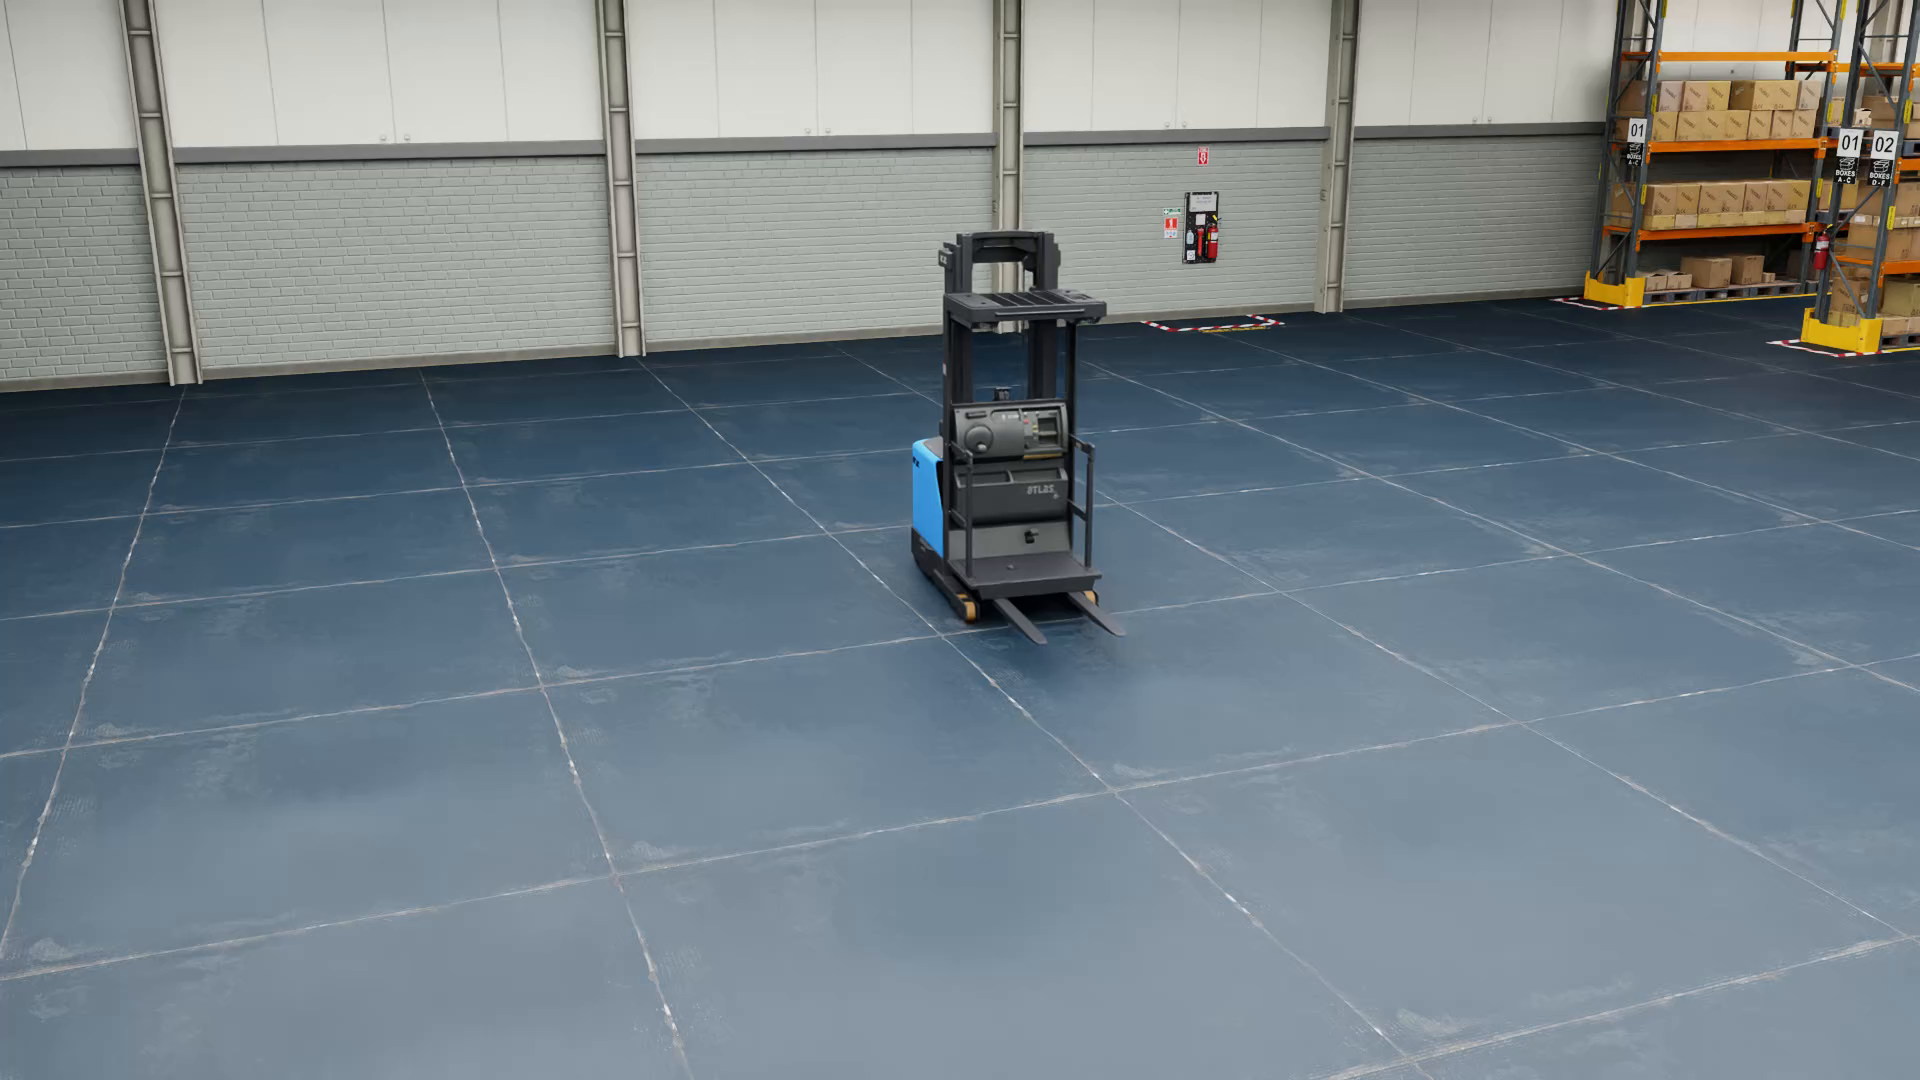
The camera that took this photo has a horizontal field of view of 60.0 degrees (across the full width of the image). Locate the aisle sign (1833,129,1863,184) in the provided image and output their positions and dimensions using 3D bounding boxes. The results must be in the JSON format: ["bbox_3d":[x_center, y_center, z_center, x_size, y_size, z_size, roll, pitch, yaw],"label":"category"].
[{"bbox_3d":[13.213,-5.706,24.745,0.004,0.787,0.394,-6,17,-20],"label":"aisle sign"}]

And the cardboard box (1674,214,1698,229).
[{"bbox_3d":[12.652,-5.651,29.400,0.500,0.250,0.500,-7,18,-22],"label":"cardboard box"}]

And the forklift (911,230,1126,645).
[{"bbox_3d":[0.470,-0.883,13.057,1.130,2.935,3.031,-5,17,-15],"label":"forklift"}]

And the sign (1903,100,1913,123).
[{"bbox_3d":[13.572,-6.138,23.814,0.005,0.325,0.100,-6,17,-20],"label":"sign"}]

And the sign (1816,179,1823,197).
[{"bbox_3d":[15.540,-6.368,30.075,0.005,0.325,0.100,-6,17,-20],"label":"sign"}]

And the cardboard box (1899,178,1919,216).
[{"bbox_3d":[14.358,-5.162,25.026,0.500,0.500,0.700,-7,18,-22],"label":"cardboard box"}]

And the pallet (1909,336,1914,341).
[{"bbox_3d":[15.216,-3.261,25.978,1.213,0.211,1.003,-6,17,-20],"label":"pallet"}]

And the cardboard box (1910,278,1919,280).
[{"bbox_3d":[14.888,-3.731,25.434,0.500,0.500,0.500,-6,17,-20],"label":"cardboard box"}]

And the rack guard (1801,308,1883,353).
[{"bbox_3d":[13.357,-3.187,25.214,0.348,0.500,1.175,-6,17,-20],"label":"rack guard"}]

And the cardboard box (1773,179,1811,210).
[{"bbox_3d":[15.007,-6.263,30.154,0.500,0.500,0.500,-6,17,-20],"label":"cardboard box"}]

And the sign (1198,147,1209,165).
[{"bbox_3d":[3.980,-6.283,27.208,0.199,0.298,0.001,-6,17,-20],"label":"sign"}]

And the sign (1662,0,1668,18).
[{"bbox_3d":[11.797,-8.913,27.833,0.005,0.325,0.100,-6,17,-20],"label":"sign"}]

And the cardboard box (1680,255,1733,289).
[{"bbox_3d":[13.517,-4.867,30.157,0.500,0.500,0.700,-7,18,-24],"label":"cardboard box"}]

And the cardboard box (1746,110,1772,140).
[{"bbox_3d":[13.974,-7.362,29.460,0.500,0.500,0.500,-7,18,-22],"label":"cardboard box"}]

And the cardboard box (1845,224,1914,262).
[{"bbox_3d":[13.820,-4.480,25.005,0.500,0.500,0.700,-6,17,-20],"label":"cardboard box"}]

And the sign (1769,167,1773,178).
[{"bbox_3d":[15.136,-6.796,31.013,0.005,0.325,0.100,-6,17,-20],"label":"sign"}]

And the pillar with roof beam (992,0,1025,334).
[{"bbox_3d":[2.282,-6.525,21.500,0.400,9.000,9.100,-6,17,-20],"label":"pillar with roof beam"}]

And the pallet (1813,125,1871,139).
[{"bbox_3d":[15.953,-7.478,30.401,1.003,0.211,1.213,-6,17,-20],"label":"pallet"}]

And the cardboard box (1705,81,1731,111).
[{"bbox_3d":[13.011,-7.735,28.954,0.500,0.500,0.500,-6,17,-19],"label":"cardboard box"}]

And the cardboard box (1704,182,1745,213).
[{"bbox_3d":[13.584,-6.111,29.635,0.500,0.500,0.500,-6,17,-18],"label":"cardboard box"}]

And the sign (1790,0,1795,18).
[{"bbox_3d":[15.134,-9.643,30.177,0.005,0.325,0.100,-6,17,-20],"label":"sign"}]

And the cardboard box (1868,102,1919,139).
[{"bbox_3d":[13.917,-6.203,24.548,0.637,0.503,0.797,-5,17,-16],"label":"cardboard box"}]

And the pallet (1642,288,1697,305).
[{"bbox_3d":[12.445,-4.434,29.973,1.213,0.211,1.003,-6,17,-20],"label":"pallet"}]

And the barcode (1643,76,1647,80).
[{"bbox_3d":[12.087,-8.149,29.337,0.075,0.075,0.001,-6,17,-20],"label":"barcode"}]

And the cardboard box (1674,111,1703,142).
[{"bbox_3d":[12.519,-7.201,28.911,0.500,0.500,0.500,-5,17,-16],"label":"cardboard box"}]

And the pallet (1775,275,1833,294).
[{"bbox_3d":[16.065,-4.836,31.342,1.213,0.211,1.003,-6,17,-20],"label":"pallet"}]

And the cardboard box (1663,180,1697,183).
[{"bbox_3d":[12.922,-6.194,29.918,0.500,0.500,0.500,-7,18,-22],"label":"cardboard box"}]

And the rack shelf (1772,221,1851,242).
[{"bbox_3d":[17.206,-5.951,31.469,4.000,0.370,1.077,-6,17,-20],"label":"rack shelf"}]

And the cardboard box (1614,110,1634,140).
[{"bbox_3d":[11.902,-7.297,29.238,0.500,0.500,0.500,-5,17,-16],"label":"cardboard box"}]

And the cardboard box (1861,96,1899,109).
[{"bbox_3d":[17.029,-7.942,30.724,0.500,0.500,0.500,-7,18,-22],"label":"cardboard box"}]

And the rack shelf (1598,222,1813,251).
[{"bbox_3d":[13.471,-5.548,30.095,4.000,0.370,1.077,-6,17,-20],"label":"rack shelf"}]

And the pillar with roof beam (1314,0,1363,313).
[{"bbox_3d":[7.885,-7.130,23.560,0.400,9.000,9.100,-6,17,-20],"label":"pillar with roof beam"}]

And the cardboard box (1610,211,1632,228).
[{"bbox_3d":[11.970,-5.727,29.660,0.500,0.250,0.500,-6,17,-19],"label":"cardboard box"}]

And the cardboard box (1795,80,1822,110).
[{"bbox_3d":[14.967,-7.949,29.685,0.500,0.500,0.500,-8,18,-25],"label":"cardboard box"}]

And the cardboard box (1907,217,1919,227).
[{"bbox_3d":[14.068,-4.758,24.800,0.250,0.149,0.380,-7,18,-22],"label":"cardboard box"}]

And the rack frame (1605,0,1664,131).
[{"bbox_3d":[11.603,-8.570,28.462,0.127,3.000,1.000,-6,17,-20],"label":"rack frame"}]

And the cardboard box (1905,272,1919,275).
[{"bbox_3d":[15.169,-3.918,26.071,0.500,0.500,0.500,-6,17,-20],"label":"cardboard box"}]

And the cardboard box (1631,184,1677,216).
[{"bbox_3d":[12.156,-5.958,29.115,0.500,0.500,0.500,-6,17,-20],"label":"cardboard box"}]

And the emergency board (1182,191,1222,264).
[{"bbox_3d":[4.023,-5.145,27.448,0.643,1.169,0.194,-6,17,-20],"label":"emergency board"}]

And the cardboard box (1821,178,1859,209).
[{"bbox_3d":[16.350,-6.450,30.934,0.500,0.500,0.700,-4,17,-14],"label":"cardboard box"}]

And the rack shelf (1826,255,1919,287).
[{"bbox_3d":[15.247,-4.245,25.658,4.000,0.370,1.077,-6,17,-20],"label":"rack shelf"}]

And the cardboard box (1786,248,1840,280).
[{"bbox_3d":[16.020,-5.185,31.238,0.500,0.500,0.700,-6,17,-18],"label":"cardboard box"}]

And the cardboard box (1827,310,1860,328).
[{"bbox_3d":[13.774,-3.402,25.647,0.500,0.250,0.500,-6,17,-20],"label":"cardboard box"}]

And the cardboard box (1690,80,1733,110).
[{"bbox_3d":[13.358,-7.931,29.622,0.500,0.500,0.500,-6,17,-20],"label":"cardboard box"}]

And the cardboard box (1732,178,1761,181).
[{"bbox_3d":[14.340,-6.348,30.445,0.500,0.500,0.500,-6,17,-20],"label":"cardboard box"}]

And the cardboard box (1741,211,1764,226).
[{"bbox_3d":[14.072,-5.802,29.915,0.500,0.250,0.500,-6,17,-20],"label":"cardboard box"}]

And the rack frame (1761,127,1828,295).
[{"bbox_3d":[15.338,-6.095,30.681,0.127,3.000,1.000,-6,17,-20],"label":"rack frame"}]
